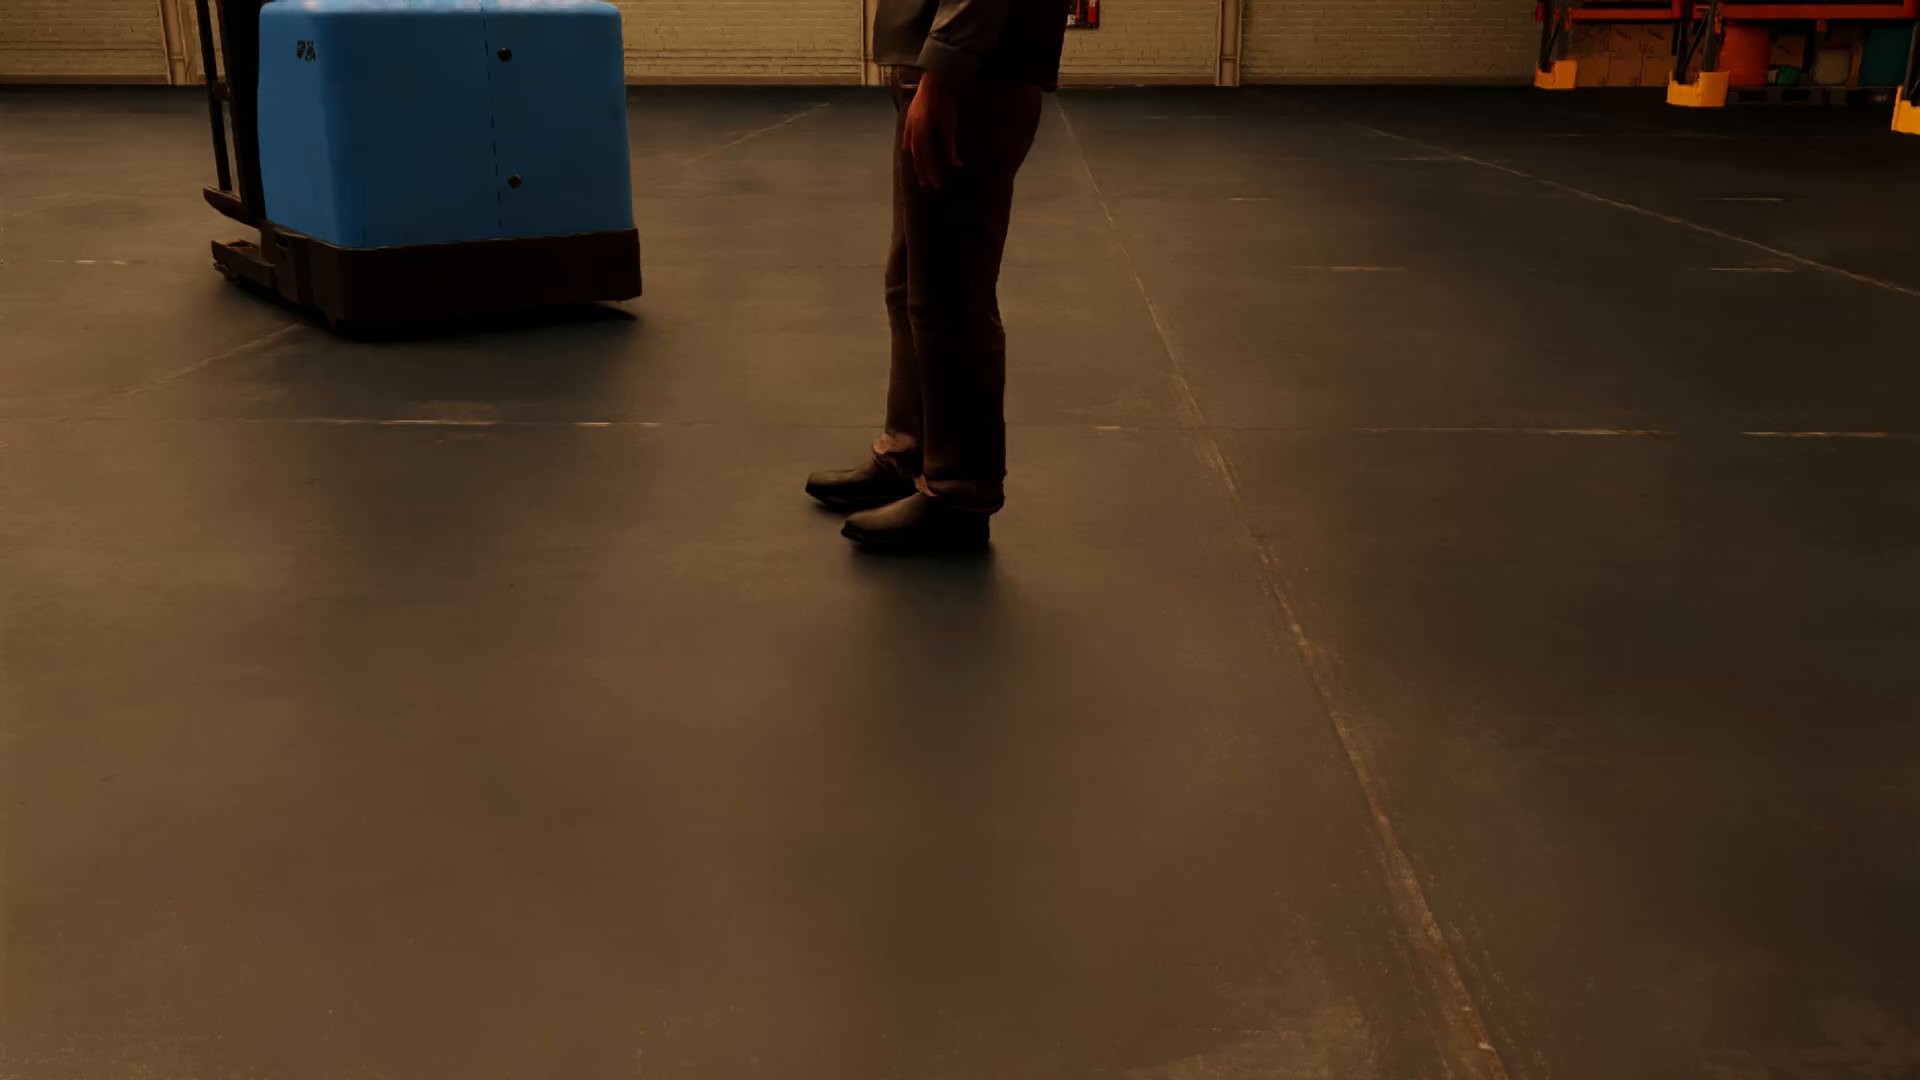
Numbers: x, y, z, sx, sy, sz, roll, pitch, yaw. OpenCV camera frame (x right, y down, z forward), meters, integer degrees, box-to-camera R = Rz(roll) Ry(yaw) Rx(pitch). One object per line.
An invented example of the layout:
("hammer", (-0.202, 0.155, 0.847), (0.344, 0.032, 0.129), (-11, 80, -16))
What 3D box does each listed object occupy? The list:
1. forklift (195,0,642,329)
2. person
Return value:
("forklift", (-2.393, -2.481, 6.419), (1.130, 2.935, 3.031), (-12, 21, -33))
("person", (-0.062, -0.832, 3.124), (0.567, 1.720, 0.632), (1, 17, 2))
